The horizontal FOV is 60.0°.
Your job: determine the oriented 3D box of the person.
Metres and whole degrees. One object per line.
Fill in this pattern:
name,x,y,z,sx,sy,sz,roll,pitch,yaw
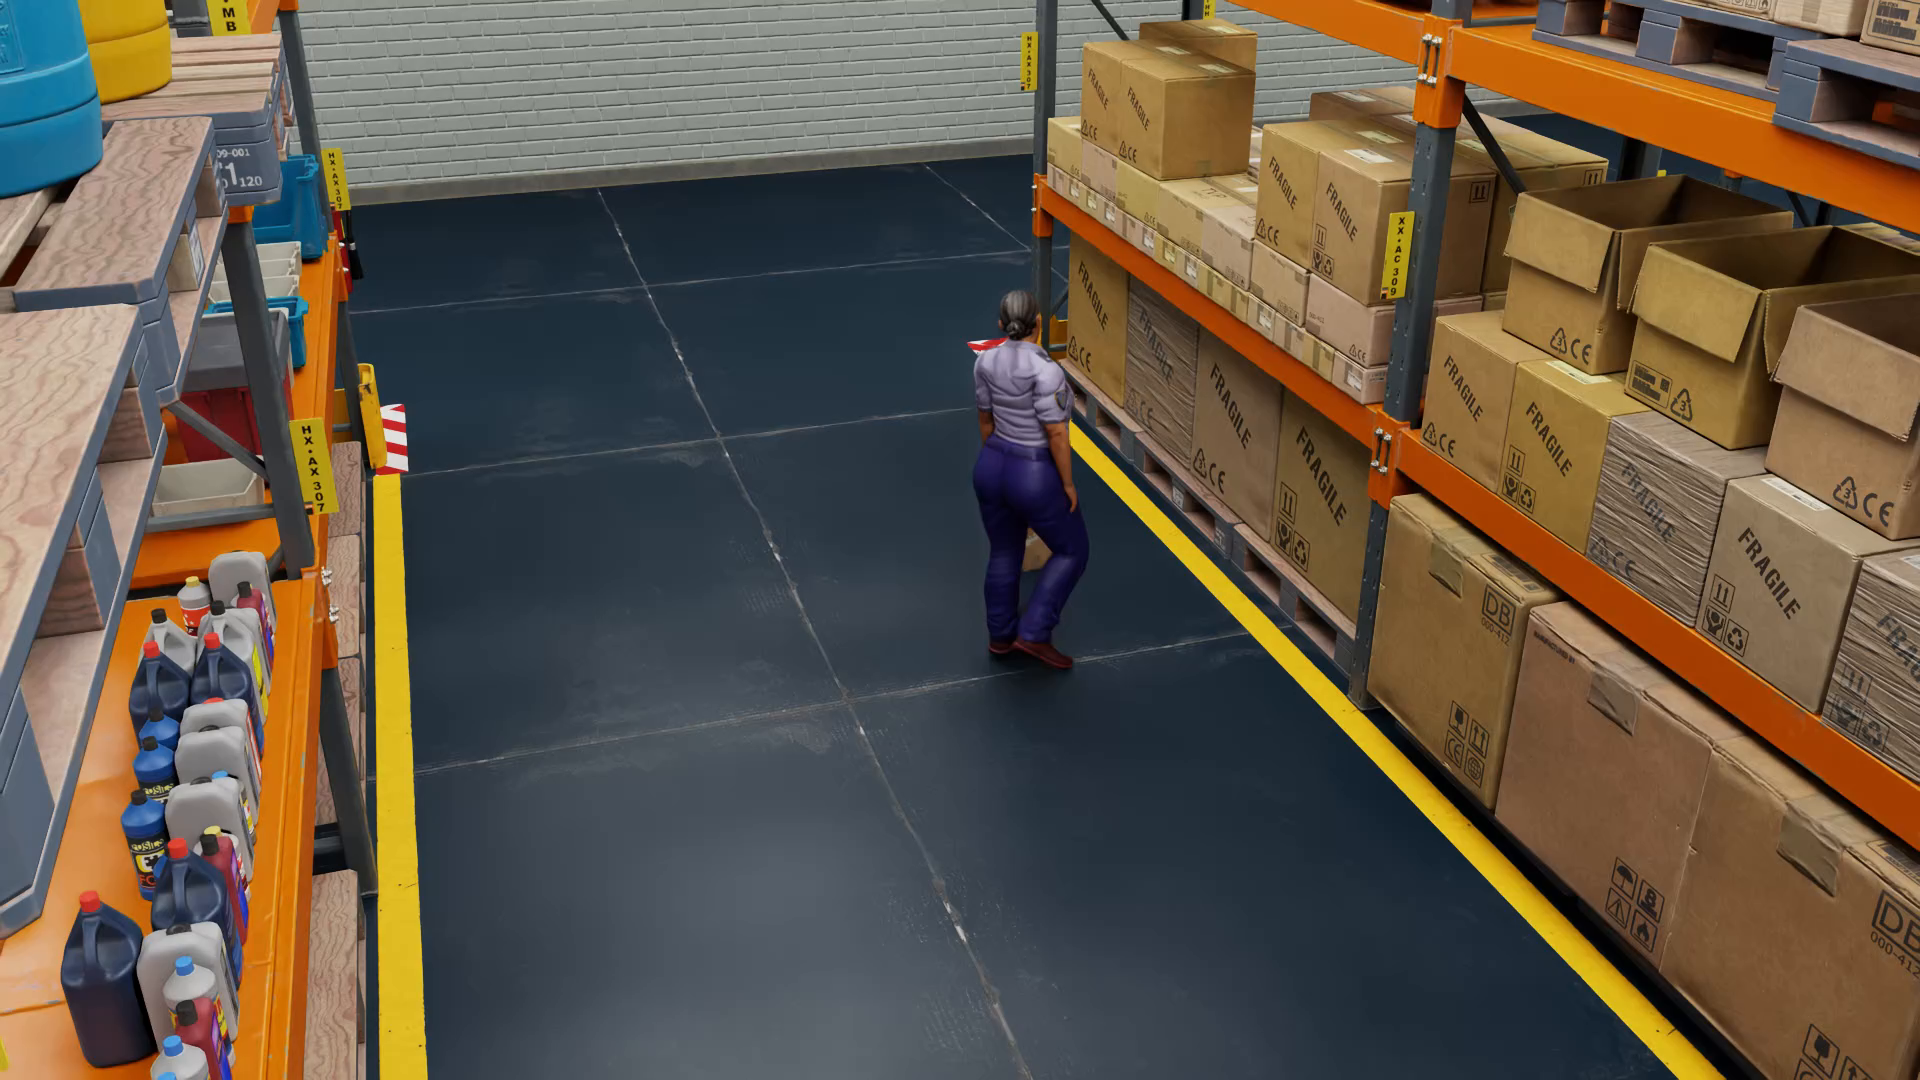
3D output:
person,0.280,-0.241,7.083,0.572,1.641,0.404,23,34,38
